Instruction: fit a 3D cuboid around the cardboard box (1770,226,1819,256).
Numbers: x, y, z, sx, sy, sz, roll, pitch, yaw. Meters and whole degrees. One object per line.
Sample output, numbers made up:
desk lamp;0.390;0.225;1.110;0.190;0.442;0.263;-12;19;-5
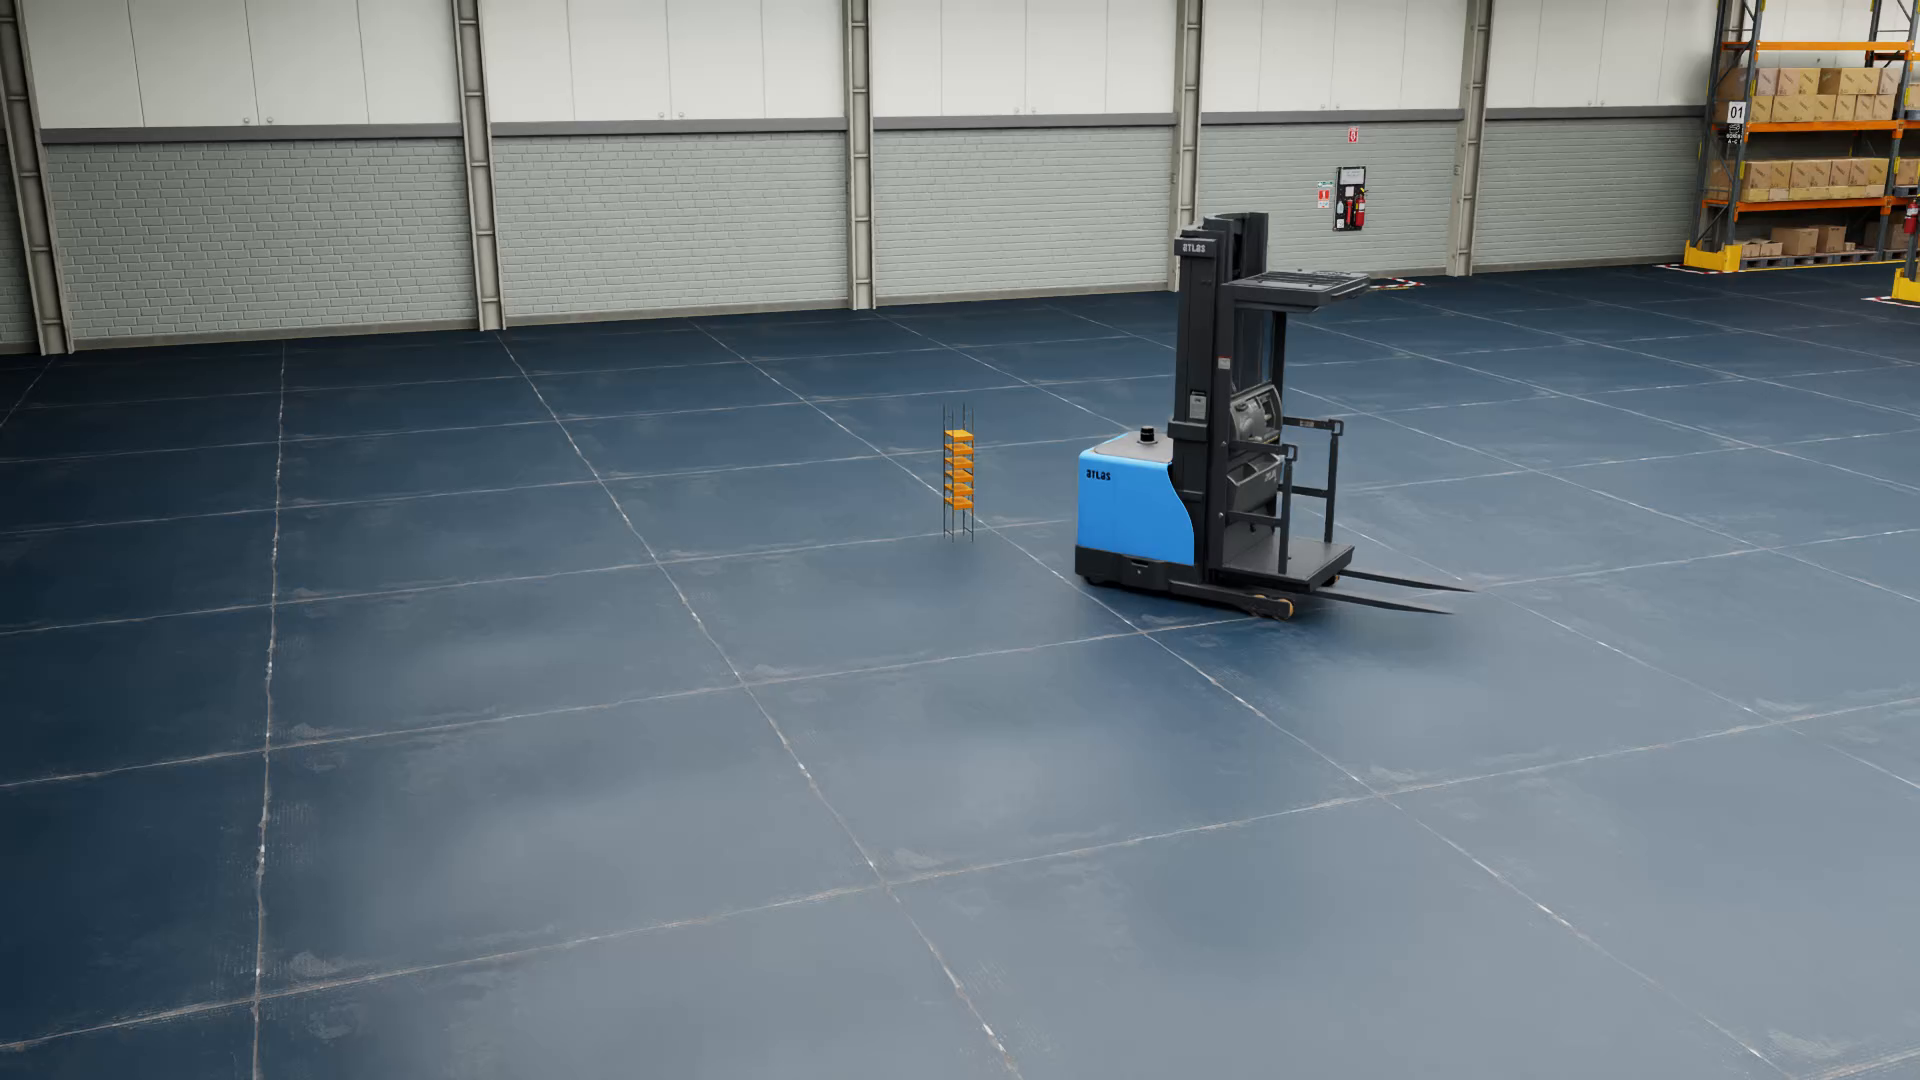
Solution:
cardboard box;16.737;-6.009;33.393;0.500;0.500;0.700;-7;18;-24

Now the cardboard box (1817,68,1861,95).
cardboard box;17.196;-8.978;32.535;0.500;0.500;0.500;-7;18;-22

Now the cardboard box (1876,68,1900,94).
cardboard box;18.188;-9.091;32.921;0.500;0.500;0.500;-8;18;-25

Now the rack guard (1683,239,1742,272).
rack guard;14.894;-5.641;32.922;0.348;0.500;1.175;-6;17;-20

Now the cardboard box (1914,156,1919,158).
cardboard box;20.174;-7.667;34.424;0.500;0.500;0.700;-4;17;-12

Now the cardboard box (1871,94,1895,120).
cardboard box;18.173;-8.617;33.081;0.500;0.500;0.500;-6;17;-19

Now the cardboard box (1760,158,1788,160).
cardboard box;16.142;-7.335;33.154;0.500;0.500;0.500;-7;18;-22

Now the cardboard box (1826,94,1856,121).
cardboard box;17.195;-8.504;32.696;0.500;0.500;0.500;-7;18;-22

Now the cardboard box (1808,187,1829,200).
cardboard box;16.823;-6.893;32.977;0.500;0.250;0.500;-6;17;-20

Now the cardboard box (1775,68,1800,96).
cardboard box;15.756;-8.822;32.005;0.500;0.500;0.500;-6;18;-21

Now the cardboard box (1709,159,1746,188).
cardboard box;15.187;-7.234;32.808;0.500;0.500;0.500;-6;18;-21

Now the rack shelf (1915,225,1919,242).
rack shelf;18.467;-5.387;28.894;4.000;0.370;1.077;-6;17;-20

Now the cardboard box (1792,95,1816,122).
cardboard box;16.223;-8.396;32.329;0.500;0.500;0.500;-5;17;-18

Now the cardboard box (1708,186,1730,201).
cardboard box;15.190;-6.869;32.896;0.500;0.250;0.500;-6;17;-19

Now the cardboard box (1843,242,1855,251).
cardboard box;18.070;-6.026;34.043;0.250;0.166;0.380;-9;18;-27

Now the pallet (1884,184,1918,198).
pallet;19.324;-7.183;34.076;1.213;0.211;1.003;-6;17;-20

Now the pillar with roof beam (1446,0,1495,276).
pillar with roof beam;11.105;-8.272;26.796;0.400;9.000;9.100;-6;17;-20

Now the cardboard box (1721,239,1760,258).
cardboard box;15.501;-5.800;33.017;0.500;0.311;0.500;-8;18;-26

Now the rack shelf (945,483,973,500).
rack shelf;-0.014;-0.416;14.471;0.180;0.103;0.258;-6;17;-20

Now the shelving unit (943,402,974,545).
shelving unit;-0.014;-0.574;14.424;0.189;1.200;0.258;-6;17;-20

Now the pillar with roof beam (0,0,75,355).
pillar with roof beam;-11.306;-5.852;18.557;0.400;9.000;9.100;-6;17;-20

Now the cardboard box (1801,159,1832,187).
cardboard box;16.804;-7.252;32.871;0.500;0.500;0.500;-6;17;-18

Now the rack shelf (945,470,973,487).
rack shelf;-0.014;-0.532;14.437;0.180;0.103;0.258;-6;17;-20

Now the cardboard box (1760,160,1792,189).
cardboard box;15.842;-7.147;32.511;0.500;0.500;0.500;-6;17;-20

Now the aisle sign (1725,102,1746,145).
aisle sign;14.863;-7.994;31.884;0.004;0.787;0.394;-6;17;-20

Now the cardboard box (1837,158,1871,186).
cardboard box;17.764;-7.353;33.213;0.500;0.500;0.500;-6;17;-20

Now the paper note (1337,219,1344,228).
paper note;7.053;-5.865;30.810;0.142;0.148;0.016;-6;17;-20

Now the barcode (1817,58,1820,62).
barcode;17.107;-9.560;33.134;0.075;0.075;0.001;-6;17;-20

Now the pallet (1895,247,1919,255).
pallet;20.426;-6.101;35.001;1.213;0.211;1.003;-6;17;-20

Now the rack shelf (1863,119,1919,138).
rack shelf;20.426;-8.532;34.282;4.000;0.370;1.077;-6;17;-20

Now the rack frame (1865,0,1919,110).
rack frame;18.558;-10.115;33.071;0.127;3.000;1.000;-6;17;-20

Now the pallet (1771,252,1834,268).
pallet;16.803;-5.697;33.625;1.213;0.211;1.003;-6;17;-20

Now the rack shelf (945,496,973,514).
rack shelf;-0.014;-0.301;14.504;0.180;0.103;0.258;-6;17;-20

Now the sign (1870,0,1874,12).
sign;18.354;-10.784;33.413;0.005;0.325;0.100;-6;17;-20

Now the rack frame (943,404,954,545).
rack frame;-0.099;-0.565;14.393;0.006;1.200;0.240;-6;17;-20

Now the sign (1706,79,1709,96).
sign;14.643;-8.845;32.500;0.005;0.325;0.100;-6;17;-20

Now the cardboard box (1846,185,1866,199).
cardboard box;17.756;-6.998;33.337;0.500;0.250;0.500;-6;17;-20

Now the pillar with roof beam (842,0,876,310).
pillar with roof beam;-0.100;-7.062;22.676;0.400;9.000;9.100;-6;17;-20

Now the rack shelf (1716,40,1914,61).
rack shelf;16.691;-9.566;32.487;4.000;0.370;1.077;-6;17;-20

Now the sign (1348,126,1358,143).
sign;7.200;-7.425;30.444;0.199;0.298;0.001;-6;17;-20

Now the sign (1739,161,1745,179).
sign;15.018;-7.106;31.935;0.005;0.325;0.100;-6;17;-20

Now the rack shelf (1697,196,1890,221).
rack shelf;16.691;-6.690;33.331;4.000;0.370;1.077;-6;17;-20

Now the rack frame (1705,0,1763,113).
rack frame;14.823;-9.712;31.698;0.127;3.000;1.000;-6;17;-20

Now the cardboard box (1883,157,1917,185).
cardboard box;19.046;-7.538;33.985;0.500;0.500;0.700;-6;17;-20

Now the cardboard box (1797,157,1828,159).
cardboard box;17.093;-7.441;33.515;0.500;0.500;0.500;-6;17;-19

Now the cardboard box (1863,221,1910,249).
cardboard box;19.240;-6.327;34.475;0.500;0.500;0.700;-6;17;-18

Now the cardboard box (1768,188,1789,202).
cardboard box;15.872;-6.792;32.636;0.500;0.250;0.500;-7;18;-22

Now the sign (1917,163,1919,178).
sign;16.418;-6.343;28.401;0.005;0.325;0.100;-6;17;-20

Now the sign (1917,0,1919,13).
sign;18.735;-10.456;32.436;0.005;0.325;0.100;-6;17;-20

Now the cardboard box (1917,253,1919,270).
cardboard box;16.994;-4.904;28.780;0.500;0.500;0.500;-6;17;-20

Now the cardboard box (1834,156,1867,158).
cardboard box;18.045;-7.541;33.855;0.500;0.500;0.500;-7;18;-21

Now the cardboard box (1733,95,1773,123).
cardboard box;15.225;-8.298;31.995;0.500;0.500;0.500;-6;17;-19

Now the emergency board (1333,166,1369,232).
emergency board;7.243;-6.287;30.685;0.643;1.169;0.194;-6;17;-20

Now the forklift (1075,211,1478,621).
forklift;2.451;-0.967;12.688;3.031;2.935;1.130;10;19;30

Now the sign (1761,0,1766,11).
sign;15.017;-10.055;31.069;0.005;0.325;0.100;-6;17;-20

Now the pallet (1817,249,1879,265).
pallet;17.944;-5.821;34.047;1.213;0.211;1.003;-6;17;-20
